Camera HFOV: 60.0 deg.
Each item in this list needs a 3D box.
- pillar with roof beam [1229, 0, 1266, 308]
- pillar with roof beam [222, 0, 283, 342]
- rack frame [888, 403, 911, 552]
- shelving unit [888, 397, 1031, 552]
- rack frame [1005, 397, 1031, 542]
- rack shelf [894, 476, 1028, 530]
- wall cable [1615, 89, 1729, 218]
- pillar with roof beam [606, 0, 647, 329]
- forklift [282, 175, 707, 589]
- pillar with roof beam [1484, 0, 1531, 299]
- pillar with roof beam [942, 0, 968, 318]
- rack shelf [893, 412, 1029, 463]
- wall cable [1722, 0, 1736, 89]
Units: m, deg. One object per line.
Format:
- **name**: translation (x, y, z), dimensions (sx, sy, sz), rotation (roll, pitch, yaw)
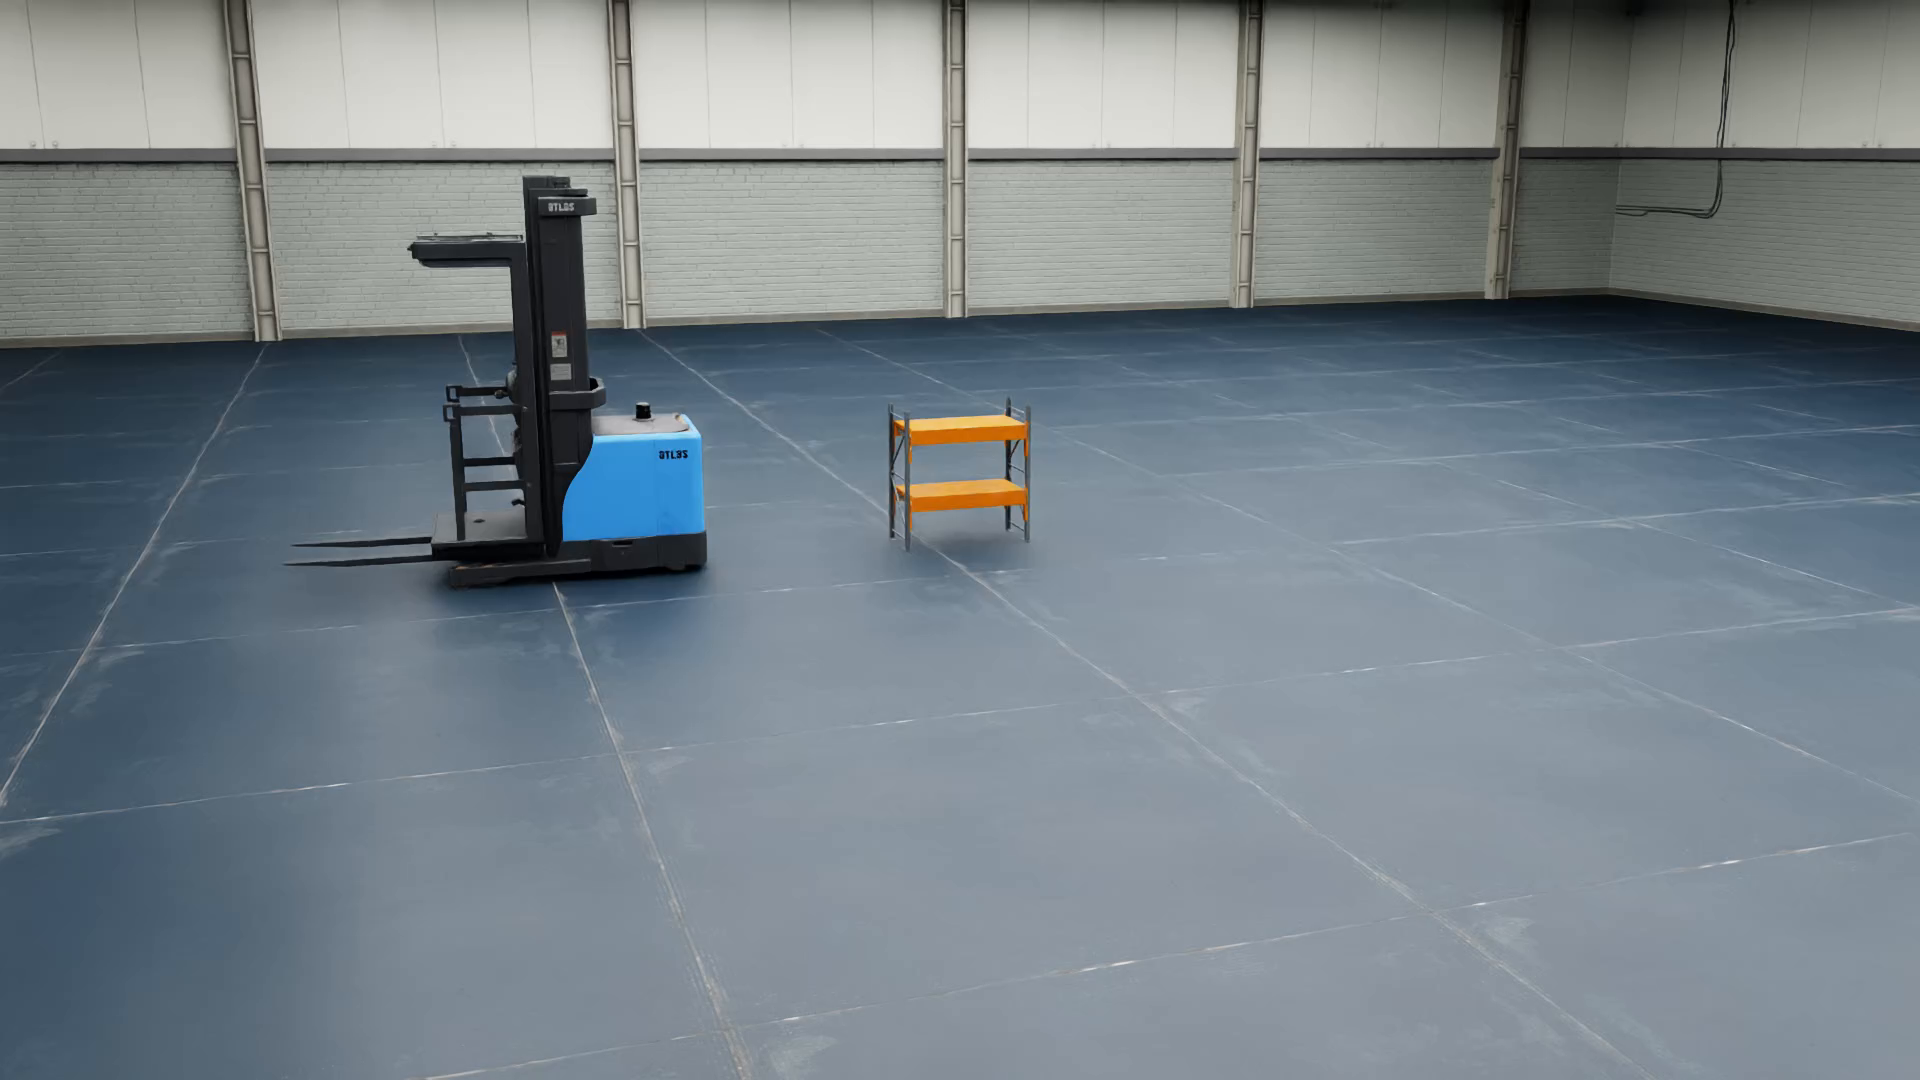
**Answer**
- **pillar with roof beam**: translation (6.973, -8.078, 28.158), dimensions (0.400, 9.000, 9.100), rotation (-4, 14, -18)
- **pillar with roof beam**: translation (-10.087, -6.750, 22.573), dimensions (0.400, 9.000, 9.100), rotation (-4, 14, -18)
- **rack frame**: translation (-0.488, -0.509, 13.353), dimensions (0.032, 1.125, 0.500), rotation (-4, 14, -18)
- **shelving unit**: translation (-0.006, -0.547, 13.511), dimensions (1.048, 1.125, 0.538), rotation (-4, 14, -18)
- **rack frame**: translation (0.475, -0.584, 13.668), dimensions (0.032, 1.125, 0.500), rotation (-4, 14, -18)
- **rack shelf**: translation (-0.006, -0.309, 13.567), dimensions (1.000, 0.278, 0.538), rotation (-4, 14, -18)
- **wall cable**: translation (14.501, -7.882, 34.043), dimensions (0.112, 2.526, 3.097), rotation (-4, 14, -18)
- **pillar with roof beam**: translation (-4.400, -7.192, 24.434), dimensions (0.400, 9.000, 9.100), rotation (-4, 14, -18)
- **forklift**: translation (-3.499, -1.202, 12.363), dimensions (3.031, 2.935, 1.130), rotation (-4, 14, -15)
- **pillar with roof beam**: translation (12.660, -8.521, 30.019), dimensions (0.400, 9.000, 9.100), rotation (-4, 14, -18)
- **pillar with roof beam**: translation (1.287, -7.635, 26.296), dimensions (0.400, 9.000, 9.100), rotation (-4, 14, -18)
- **rack shelf**: translation (-0.006, -0.831, 13.443), dimensions (1.000, 0.278, 0.538), rotation (-4, 14, -18)
- **wall cable**: translation (15.364, -9.746, 30.964), dimensions (0.112, 2.526, 3.097), rotation (-4, 14, -18)
